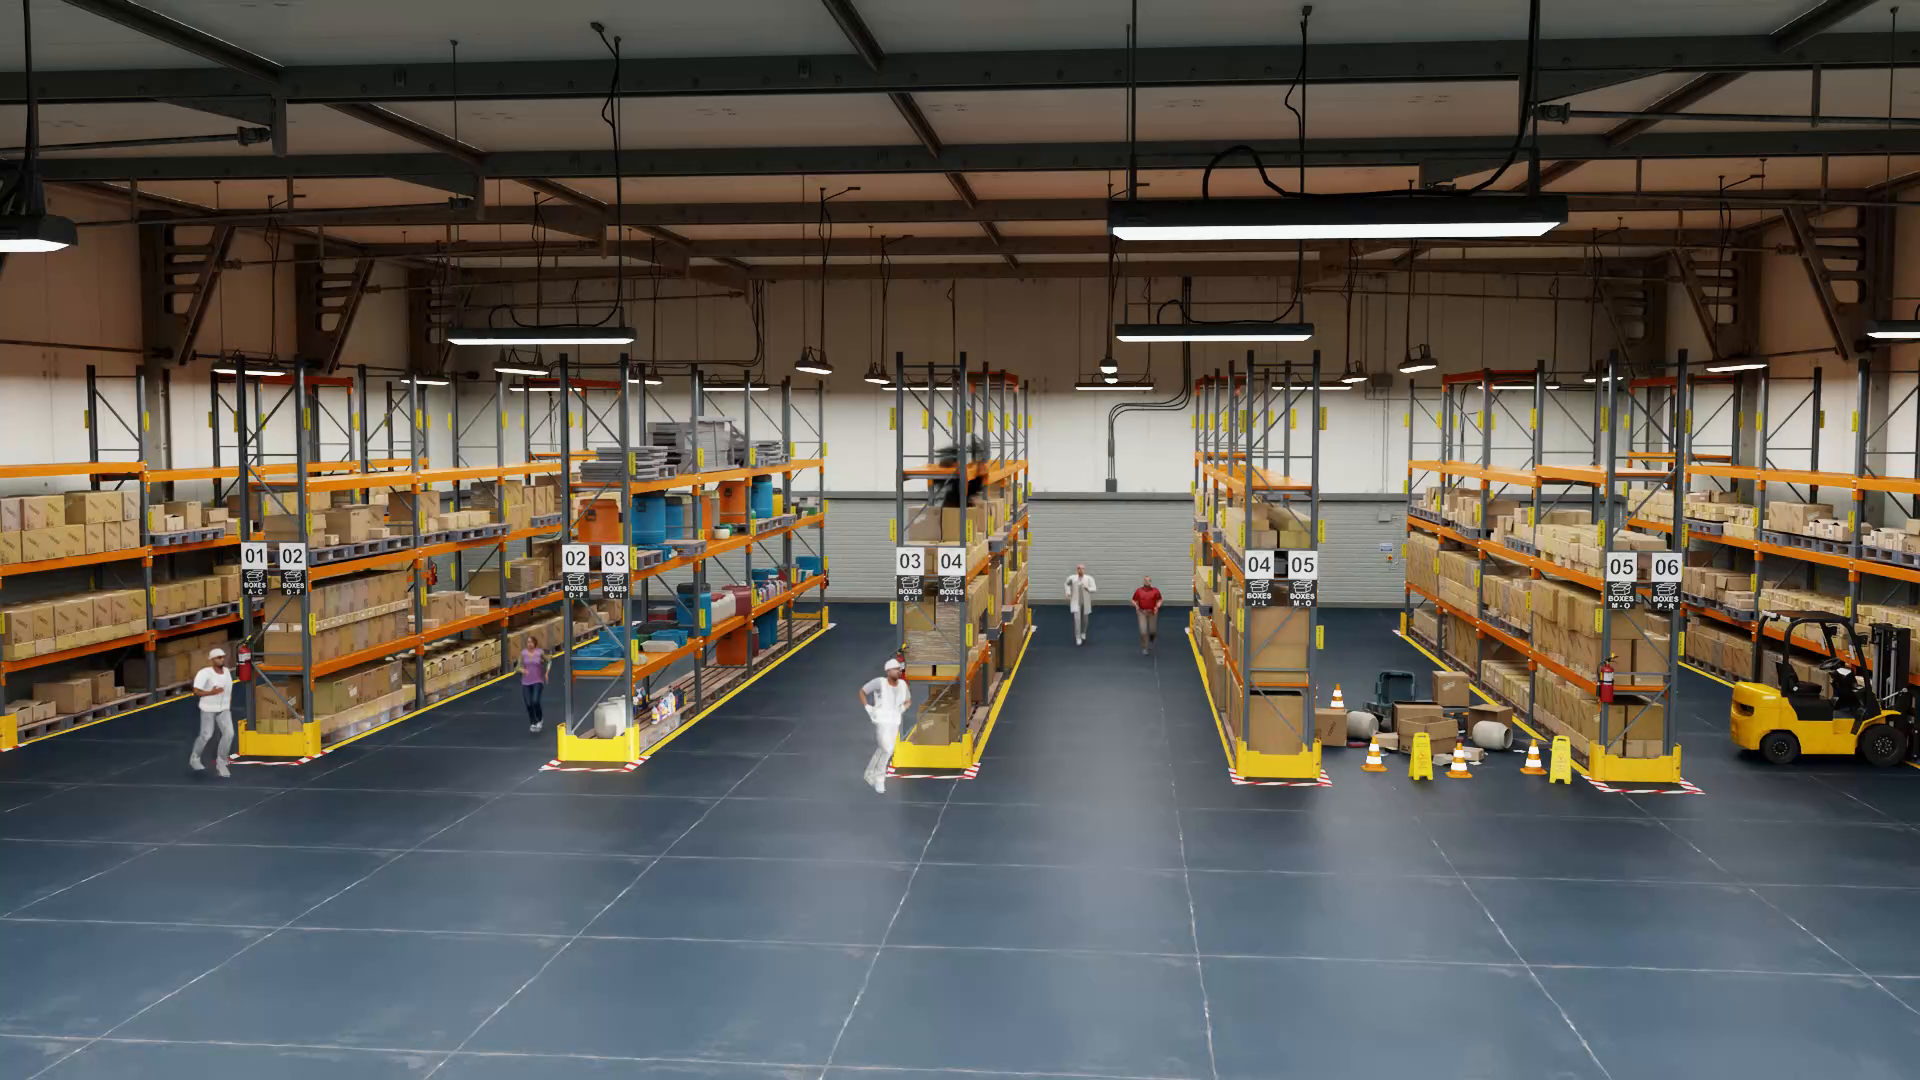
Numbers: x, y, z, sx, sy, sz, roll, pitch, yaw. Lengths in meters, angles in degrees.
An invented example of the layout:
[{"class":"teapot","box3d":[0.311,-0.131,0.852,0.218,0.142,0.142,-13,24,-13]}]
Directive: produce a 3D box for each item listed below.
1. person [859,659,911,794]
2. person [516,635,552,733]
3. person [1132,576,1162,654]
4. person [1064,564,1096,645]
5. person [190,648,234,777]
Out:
[{"class":"person","box3d":[-1.005,2.520,22.704,0.674,1.813,0.685,-3,5,-39]},{"class":"person","box3d":[-6.832,2.314,26.600,0.510,1.558,0.644,0,4,-2]},{"class":"person","box3d":[4.027,1.620,35.807,0.660,1.672,0.564,0,4,5]},{"class":"person","box3d":[2.720,1.422,37.498,0.702,1.766,1.063,0,4,0]},{"class":"person","box3d":[-10.595,2.453,23.654,0.764,1.834,0.697,3,5,32]}]
